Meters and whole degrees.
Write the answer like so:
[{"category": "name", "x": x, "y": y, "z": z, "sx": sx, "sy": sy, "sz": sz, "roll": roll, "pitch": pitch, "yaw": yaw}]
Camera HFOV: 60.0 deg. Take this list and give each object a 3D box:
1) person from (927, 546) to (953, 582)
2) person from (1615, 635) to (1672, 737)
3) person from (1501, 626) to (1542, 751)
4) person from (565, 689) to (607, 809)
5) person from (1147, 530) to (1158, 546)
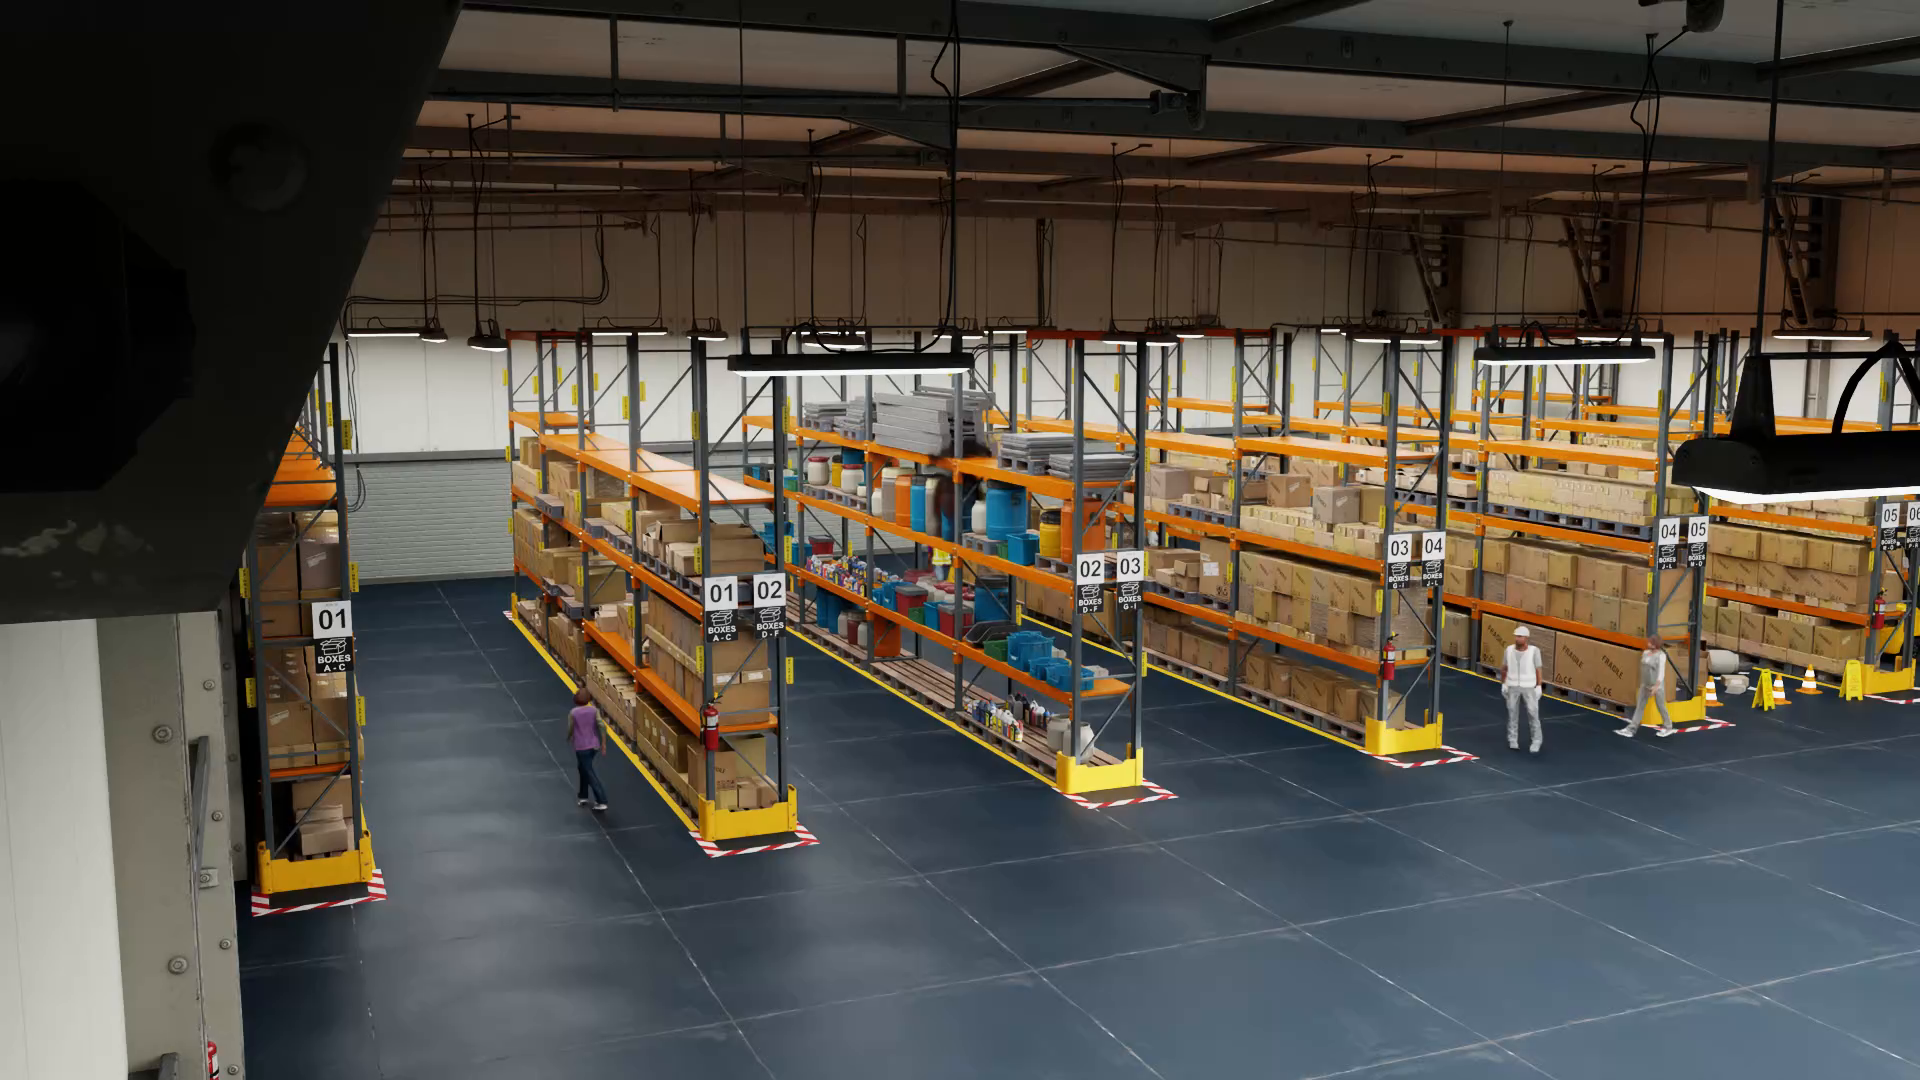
[{"category": "person", "x": -0.368, "y": 0.535, "z": 36.317, "sx": 0.592, "sy": 1.717, "sz": 1.058, "roll": -3, "pitch": 8, "yaw": -23}, {"category": "person", "x": 10.262, "y": 2.186, "z": 24.754, "sx": 0.924, "sy": 1.547, "sz": 0.524, "roll": -3, "pitch": 8, "yaw": -22}, {"category": "person", "x": 8.201, "y": 2.154, "z": 24.245, "sx": 0.618, "sy": 1.788, "sz": 0.425, "roll": 4, "pitch": 9, "yaw": 24}, {"category": "person", "x": -4.809, "y": 2.703, "z": 21.293, "sx": 0.729, "sy": 1.639, "sz": 0.383, "roll": 4, "pitch": 9, "yaw": 30}, {"category": "person", "x": 4.892, "y": -0.328, "z": 42.342, "sx": 0.460, "sy": 1.794, "sz": 0.518, "roll": -7, "pitch": 11, "yaw": -43}]
